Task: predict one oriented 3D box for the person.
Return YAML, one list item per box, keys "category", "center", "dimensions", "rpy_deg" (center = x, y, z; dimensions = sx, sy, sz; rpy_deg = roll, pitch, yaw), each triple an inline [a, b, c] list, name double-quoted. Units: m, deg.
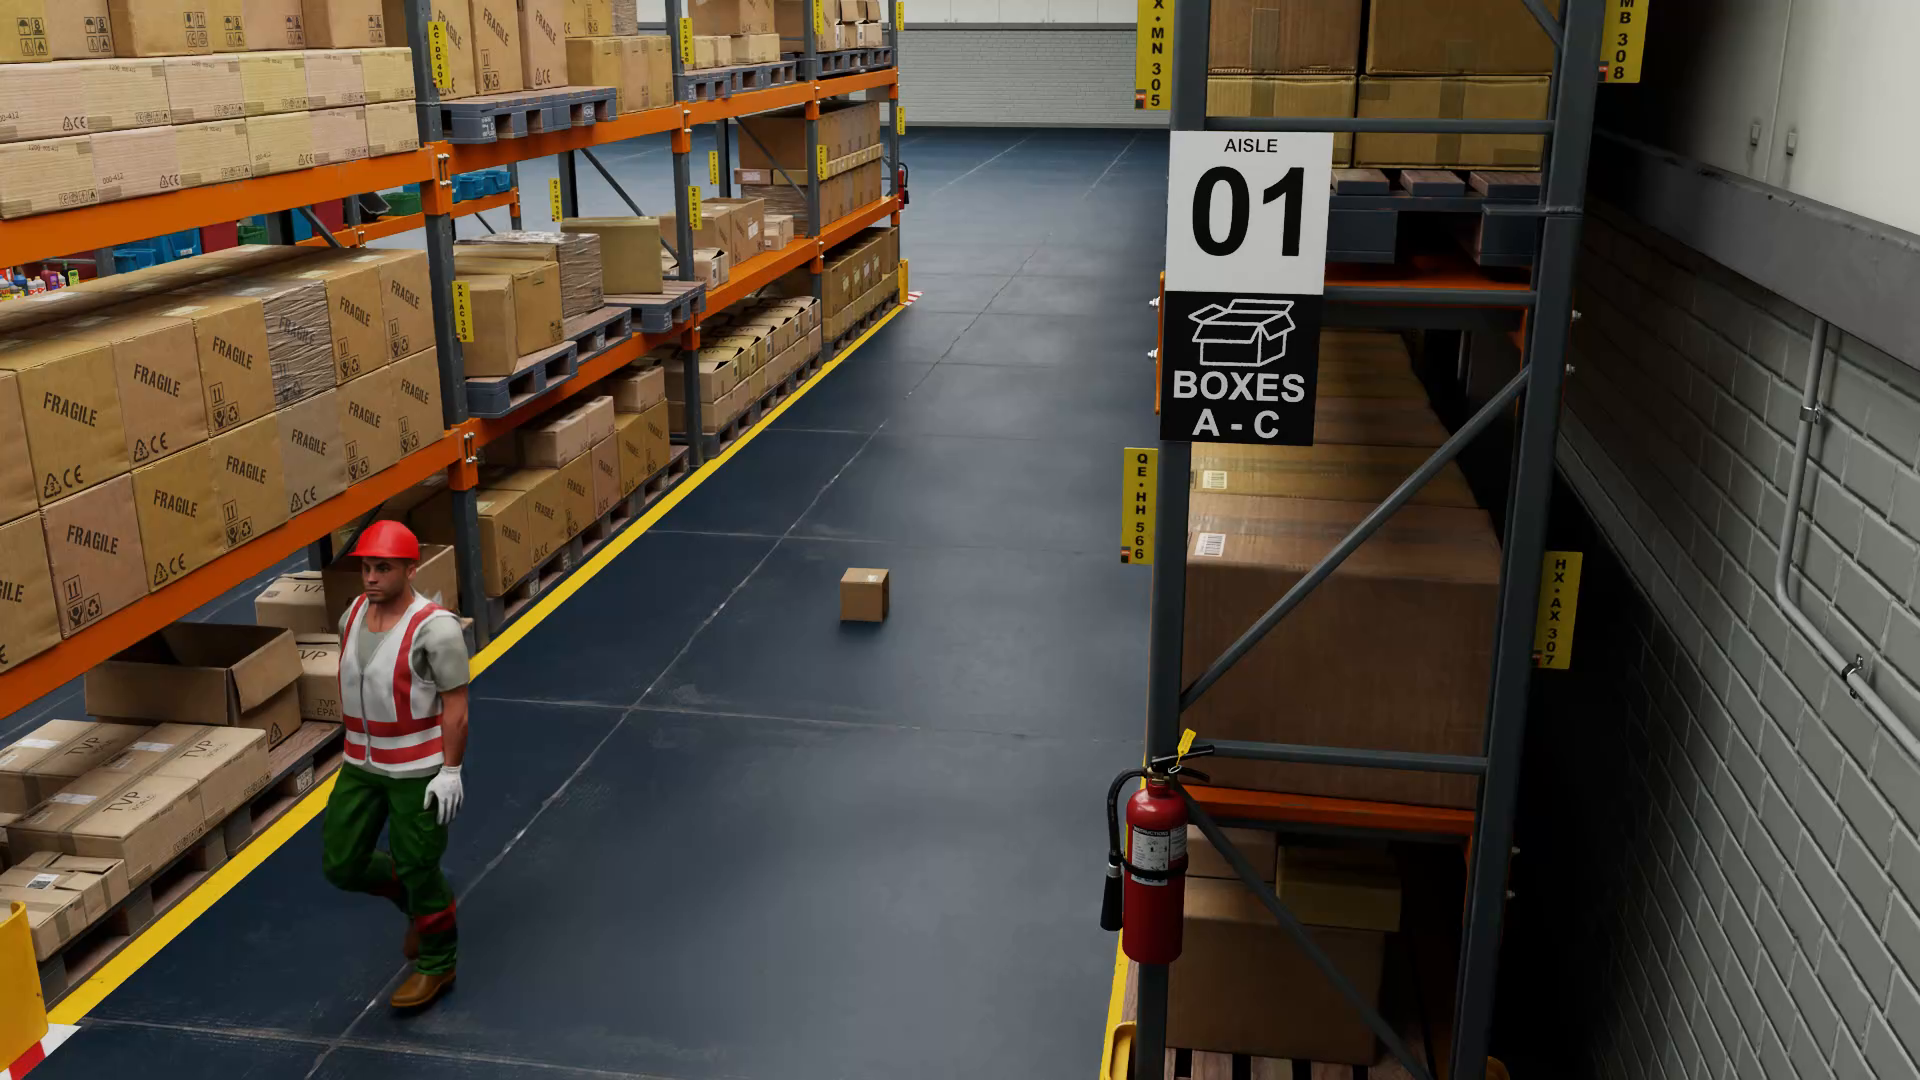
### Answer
- category: "person"
  center: [-2.005, 0.799, 5.924]
  dimensions: [0.567, 1.778, 0.496]
  rpy_deg: [8, 19, 23]
